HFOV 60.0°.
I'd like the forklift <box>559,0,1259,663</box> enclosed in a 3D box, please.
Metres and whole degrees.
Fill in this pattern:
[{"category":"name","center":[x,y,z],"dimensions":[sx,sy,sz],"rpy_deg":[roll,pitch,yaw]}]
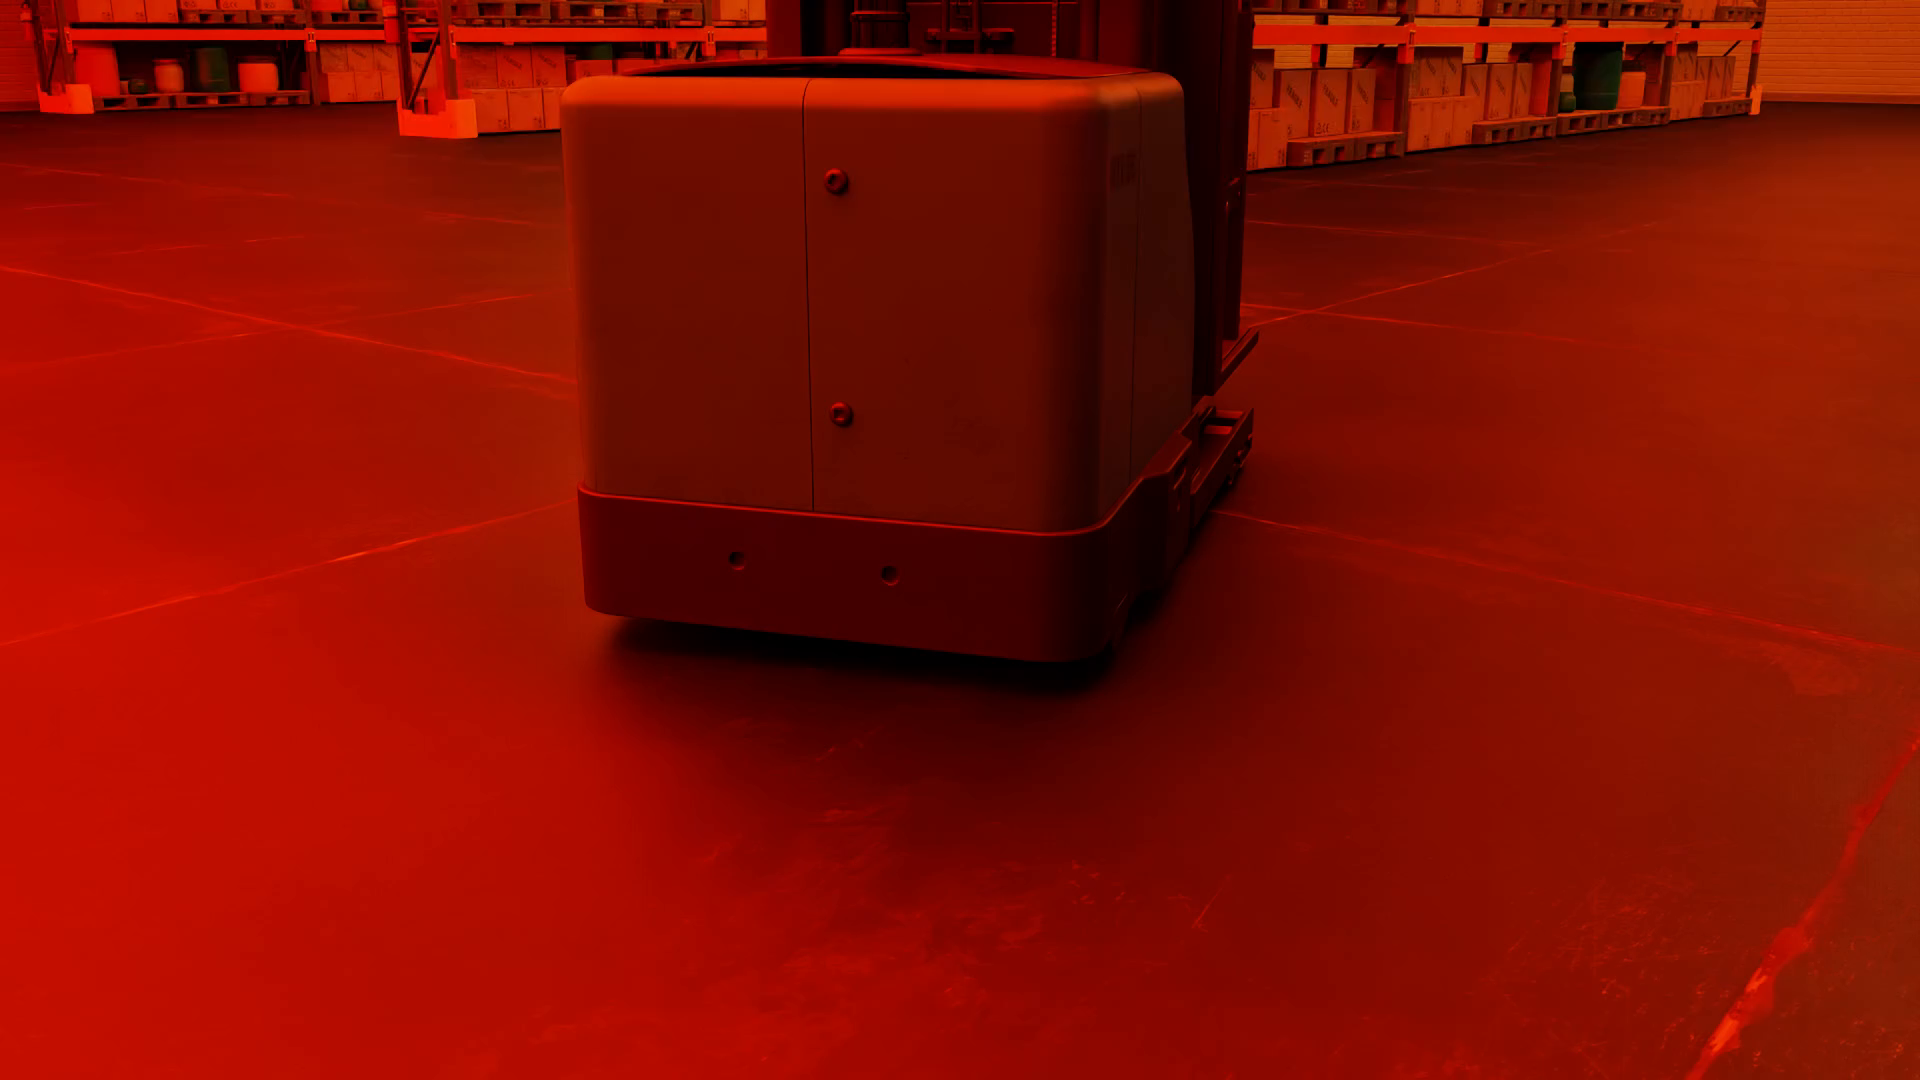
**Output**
[{"category":"forklift","center":[0.182,-1.571,4.072],"dimensions":[1.130,2.935,3.031],"rpy_deg":[5,18,17]}]
